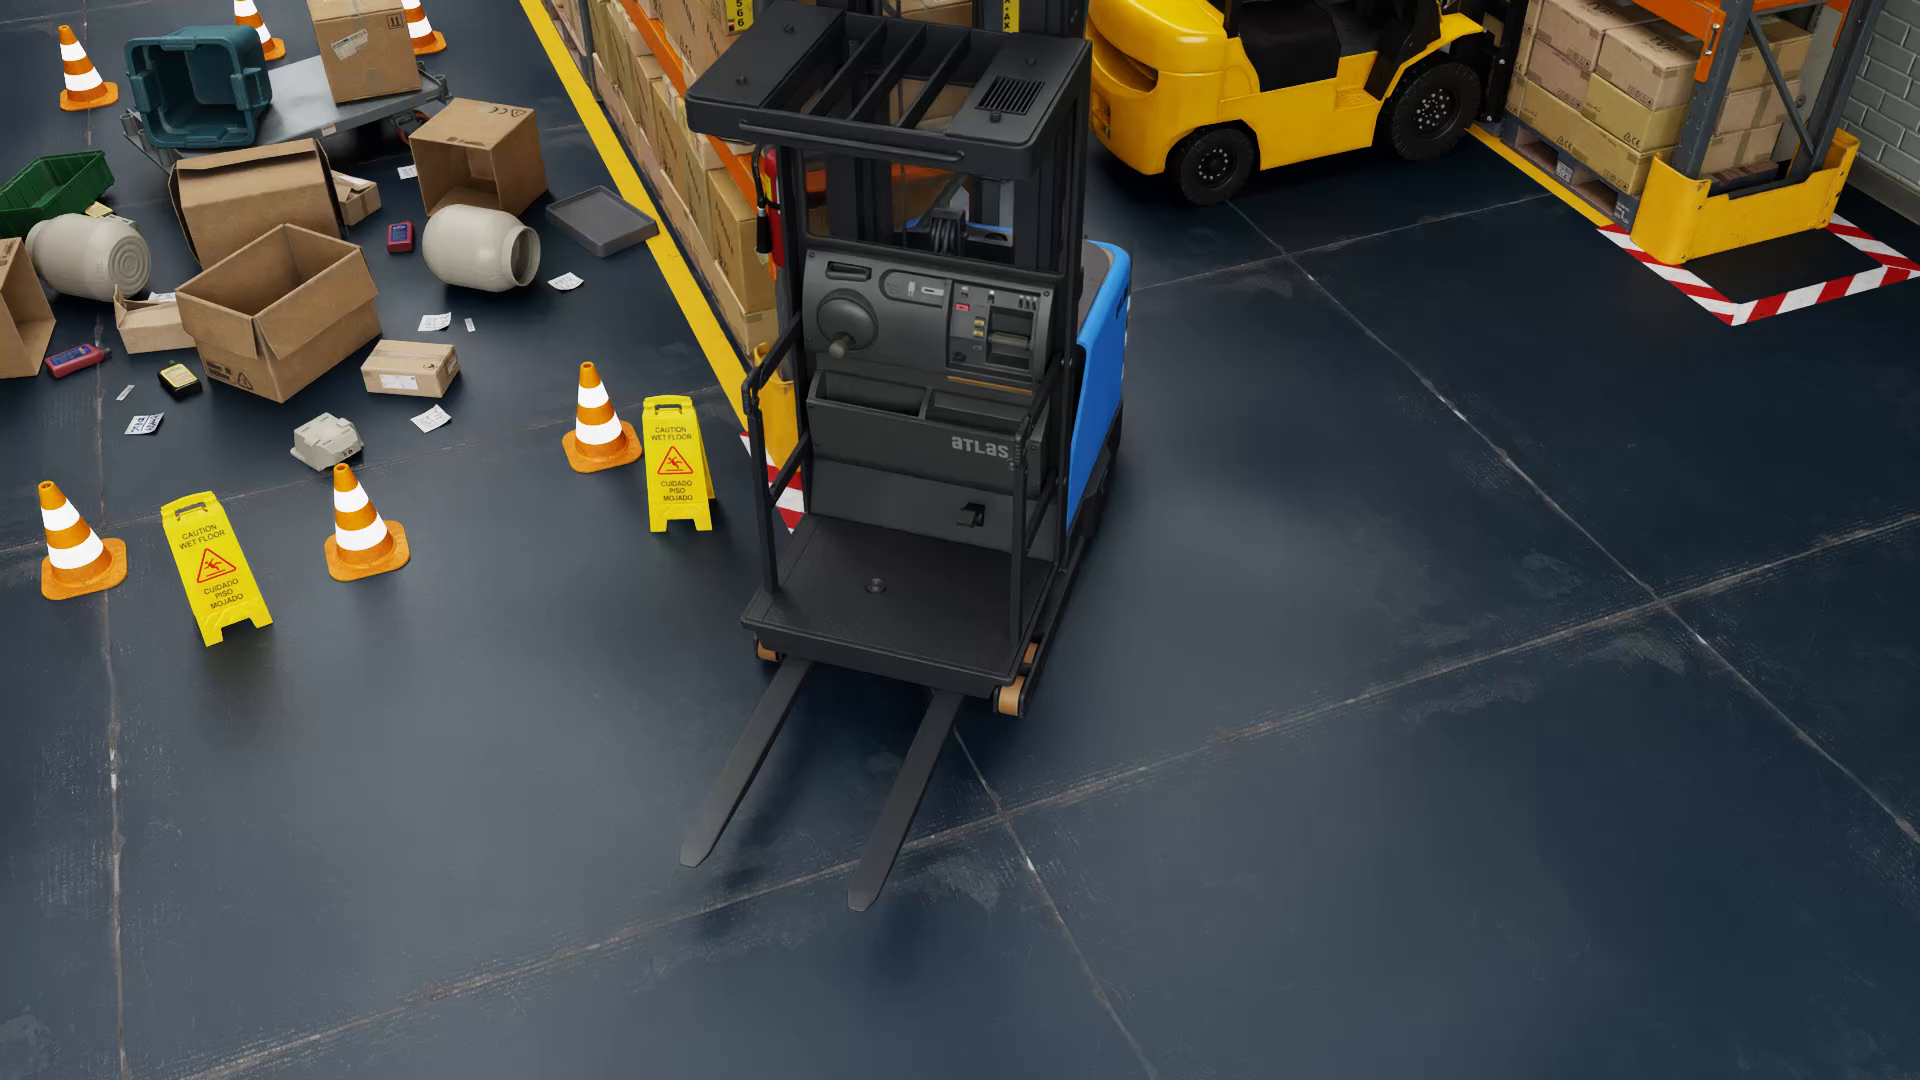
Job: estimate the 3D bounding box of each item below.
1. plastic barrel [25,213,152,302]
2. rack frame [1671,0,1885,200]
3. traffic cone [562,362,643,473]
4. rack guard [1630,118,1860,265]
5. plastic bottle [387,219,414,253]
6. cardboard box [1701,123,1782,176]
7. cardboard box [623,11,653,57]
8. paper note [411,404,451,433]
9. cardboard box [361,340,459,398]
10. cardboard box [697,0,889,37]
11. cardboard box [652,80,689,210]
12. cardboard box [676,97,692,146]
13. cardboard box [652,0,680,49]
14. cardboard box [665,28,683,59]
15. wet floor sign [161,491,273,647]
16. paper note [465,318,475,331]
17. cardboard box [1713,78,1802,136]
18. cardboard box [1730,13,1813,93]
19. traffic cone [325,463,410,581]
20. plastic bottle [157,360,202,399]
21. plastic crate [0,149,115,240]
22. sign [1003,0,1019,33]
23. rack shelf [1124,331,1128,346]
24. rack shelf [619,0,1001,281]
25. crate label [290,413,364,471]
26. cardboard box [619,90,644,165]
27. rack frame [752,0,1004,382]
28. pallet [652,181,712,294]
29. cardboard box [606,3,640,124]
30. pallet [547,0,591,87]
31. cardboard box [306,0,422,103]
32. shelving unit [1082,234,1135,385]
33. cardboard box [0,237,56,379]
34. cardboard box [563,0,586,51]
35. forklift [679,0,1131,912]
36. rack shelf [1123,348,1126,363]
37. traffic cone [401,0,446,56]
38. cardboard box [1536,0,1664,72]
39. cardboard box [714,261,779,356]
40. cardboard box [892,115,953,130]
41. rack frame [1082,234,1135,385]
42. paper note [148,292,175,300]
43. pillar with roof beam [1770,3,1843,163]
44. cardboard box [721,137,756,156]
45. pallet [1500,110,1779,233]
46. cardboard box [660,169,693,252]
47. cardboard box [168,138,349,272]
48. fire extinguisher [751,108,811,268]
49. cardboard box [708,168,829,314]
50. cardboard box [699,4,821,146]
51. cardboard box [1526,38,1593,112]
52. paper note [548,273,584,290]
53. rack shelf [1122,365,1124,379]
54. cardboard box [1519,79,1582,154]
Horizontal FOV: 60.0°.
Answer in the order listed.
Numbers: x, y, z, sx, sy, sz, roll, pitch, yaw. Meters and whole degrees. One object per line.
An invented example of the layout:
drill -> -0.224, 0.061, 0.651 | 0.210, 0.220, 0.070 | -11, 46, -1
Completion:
plastic barrel -> -4.525, -1.468, 8.633 | 0.512, 0.421, 0.421 | 12, 42, 13
rack frame -> 4.274, -2.873, 8.290 | 1.000, 3.000, 0.127 | -15, 43, -17
traffic cone -> -1.667, -0.607, 7.601 | 0.336, 0.463, 0.334 | -15, 43, -17
rack guard -> 4.283, -1.910, 9.088 | 1.175, 0.500, 0.348 | -15, 43, -17
plastic bottle -> -3.080, -1.682, 9.159 | 0.133, 0.061, 0.283 | -8, 41, -9
cardboard box -> 4.267, -2.334, 9.450 | 0.500, 0.250, 0.500 | -15, 43, -17
cardboard box -> -1.569, -2.705, 8.809 | 0.380, 0.149, 0.250 | -13, 42, -14
paper note -> -2.512, -0.579, 7.900 | 0.148, 0.019, 0.142 | -31, 49, -31
cardboard box -> -2.678, -0.836, 8.109 | 0.380, 0.149, 0.250 | 5, 41, 6
cardboard box -> -0.708, -2.415, 6.686 | 0.700, 0.500, 0.500 | -16, 43, -18
cardboard box -> -1.248, -2.070, 8.568 | 0.500, 0.500, 0.500 | -16, 43, -18
cardboard box -> -1.154, -2.053, 8.051 | 0.380, 0.149, 0.250 | -14, 43, -16
cardboard box -> -1.149, -2.646, 7.722 | 0.500, 0.500, 0.500 | -15, 43, -17
cardboard box -> -1.206, -2.462, 8.005 | 0.380, 0.149, 0.250 | -16, 43, -17
wet floor sign -> -3.005, 0.080, 6.662 | 0.267, 0.644, 0.232 | -23, 46, -24
paper note -> -2.513, -1.104, 8.526 | 0.032, 0.001, 0.123 | -15, 43, -17
cardboard box -> 4.286, -2.514, 9.276 | 0.500, 0.250, 0.500 | -14, 43, -16
cardboard box -> 4.265, -2.705, 9.115 | 0.500, 0.250, 0.500 | -16, 43, -18
traffic cone -> -2.563, -0.126, 7.041 | 0.336, 0.463, 0.334 | -15, 43, -17
plastic bottle -> -3.827, -0.791, 8.124 | 0.133, 0.061, 0.283 | -31, 49, -31
plastic crate -> -5.099, -1.924, 9.299 | 0.450, 0.188, 0.662 | -3, 40, 12
sign -> 0.190, -2.096, 6.723 | 0.100, 0.325, 0.005 | -15, 43, -17
rack shelf -> 0.624, -0.904, 7.650 | 0.258, 0.077, 0.200 | 11, 37, 13
rack shelf -> -1.076, -2.564, 8.483 | 1.077, 0.370, 4.000 | -15, 43, -17
crate label -> -2.921, -0.460, 7.680 | 0.298, 0.136, 0.250 | 27, 47, 27
cardboard box -> -1.650, -2.417, 9.547 | 0.500, 0.250, 0.500 | -13, 42, -14
rack frame -> -0.311, -1.632, 6.847 | 1.000, 3.000, 0.127 | -15, 43, -17
pallet -> -1.081, -1.853, 9.242 | 1.003, 0.211, 1.213 | -15, 43, -17
cardboard box -> -1.649, -2.700, 9.301 | 0.500, 0.500, 0.500 | -13, 42, -15
pallet -> -2.141, -3.453, 11.104 | 1.003, 0.211, 1.213 | -15, 43, -17
cardboard box -> -3.474, -2.919, 9.680 | 0.500, 0.500, 0.500 | -15, 43, -17
shelving unit -> 0.625, -0.931, 7.630 | 0.258, 0.900, 0.210 | 11, 37, 13
cardboard box -> -4.834, -1.120, 8.167 | 0.500, 0.500, 0.500 | -8, 41, -9
cardboard box -> -2.044, -3.520, 10.736 | 0.950, 0.372, 0.625 | -15, 43, -16
forklift -> -0.185, -0.724, 5.843 | 1.130, 2.935, 3.031 | 11, 42, 13
rack shelf -> 0.622, -0.831, 7.702 | 0.258, 0.077, 0.200 | 11, 37, 13
traffic cone -> -3.609, -3.478, 10.939 | 0.336, 0.463, 0.334 | -15, 43, -17
cardboard box -> 3.609, -2.874, 9.312 | 0.500, 0.250, 0.500 | -14, 43, -16
cardboard box -> -0.878, -1.183, 8.112 | 0.500, 0.250, 0.500 | -15, 43, -17
cardboard box -> -0.249, -1.793, 7.227 | 0.380, 0.149, 0.250 | -15, 43, -17
rack frame -> 0.655, -0.987, 7.709 | 0.240, 0.900, 0.006 | 11, 37, 13
paper note -> -4.166, -1.256, 8.693 | 0.172, 0.023, 0.155 | -2, 41, -2
pillar with roof beam -> 0.863, -4.718, 5.834 | 9.100, 9.000, 0.400 | -15, 43, -17
cardboard box -> -0.851, -1.834, 7.274 | 0.380, 0.149, 0.250 | -16, 43, -17
pallet -> 3.942, -2.266, 9.723 | 1.003, 0.211, 1.213 | -15, 43, -17
cardboard box -> -1.265, -1.796, 8.825 | 0.500, 0.250, 0.500 | -17, 43, -18
cardboard box -> -3.687, -1.725, 8.766 | 0.797, 0.637, 0.503 | -15, 43, -17
fire extinguisher -> -0.693, -1.419, 6.659 | 0.296, 0.674, 0.183 | -15, 43, -17
cardboard box -> -0.858, -1.451, 7.848 | 0.500, 0.500, 0.500 | -15, 43, -17
cardboard box -> -0.773, -2.041, 7.018 | 0.500, 0.500, 0.500 | -16, 43, -18
cardboard box -> 3.617, -2.699, 9.491 | 0.500, 0.250, 0.500 | -16, 43, -17
paper note -> -2.090, -1.374, 8.825 | 0.142, 0.019, 0.148 | -31, 49, -31
rack shelf -> 0.619, -0.758, 7.755 | 0.258, 0.077, 0.200 | 11, 37, 13
cardboard box -> 3.621, -2.495, 9.638 | 0.500, 0.250, 0.500 | -15, 43, -17
